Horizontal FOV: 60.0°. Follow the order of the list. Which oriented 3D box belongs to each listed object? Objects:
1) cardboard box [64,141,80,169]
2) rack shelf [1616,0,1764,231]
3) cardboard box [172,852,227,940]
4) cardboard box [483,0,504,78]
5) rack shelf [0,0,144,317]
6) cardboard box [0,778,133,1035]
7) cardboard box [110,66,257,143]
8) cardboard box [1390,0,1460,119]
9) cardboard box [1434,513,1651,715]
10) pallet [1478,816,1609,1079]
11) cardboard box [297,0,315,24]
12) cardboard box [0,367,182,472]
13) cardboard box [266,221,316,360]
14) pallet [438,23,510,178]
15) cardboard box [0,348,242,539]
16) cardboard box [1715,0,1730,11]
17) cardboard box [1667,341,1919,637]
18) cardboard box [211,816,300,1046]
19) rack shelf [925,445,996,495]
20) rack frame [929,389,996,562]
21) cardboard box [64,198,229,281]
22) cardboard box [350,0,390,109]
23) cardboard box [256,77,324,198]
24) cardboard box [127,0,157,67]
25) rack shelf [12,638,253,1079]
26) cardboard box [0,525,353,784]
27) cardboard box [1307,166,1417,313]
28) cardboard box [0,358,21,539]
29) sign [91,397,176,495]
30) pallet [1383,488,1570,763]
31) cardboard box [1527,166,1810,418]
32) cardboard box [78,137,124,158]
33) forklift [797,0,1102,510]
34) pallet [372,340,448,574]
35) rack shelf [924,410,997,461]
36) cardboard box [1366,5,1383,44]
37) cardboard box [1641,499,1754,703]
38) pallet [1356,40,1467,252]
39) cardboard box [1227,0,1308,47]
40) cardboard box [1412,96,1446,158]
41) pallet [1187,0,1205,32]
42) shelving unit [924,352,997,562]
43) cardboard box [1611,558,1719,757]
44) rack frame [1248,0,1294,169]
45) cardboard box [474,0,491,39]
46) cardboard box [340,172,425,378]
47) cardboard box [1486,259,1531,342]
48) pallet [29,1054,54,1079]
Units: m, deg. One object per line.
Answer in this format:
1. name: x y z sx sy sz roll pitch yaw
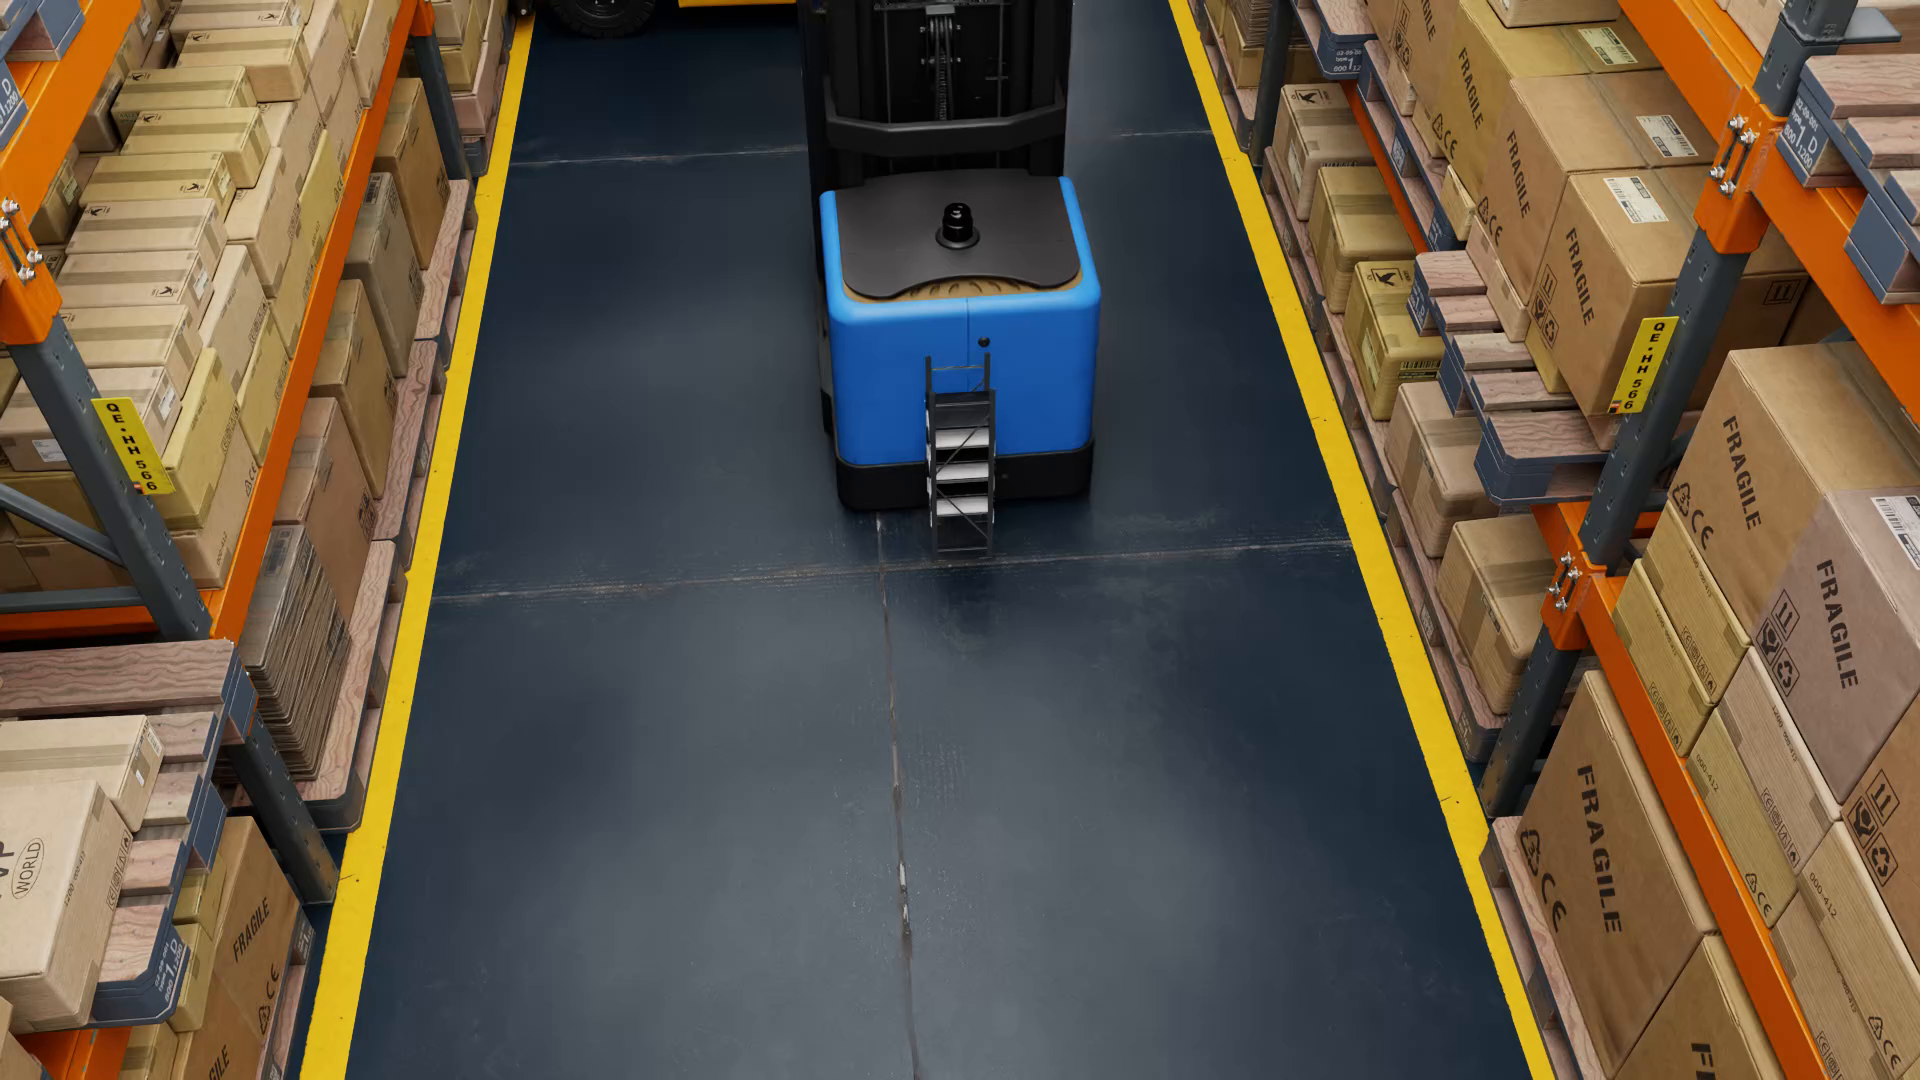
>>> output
1. cardboard box: -3.070 -1.217 5.321 0.380 0.149 0.250 -4 47 -4
2. rack shelf: 2.170 -2.356 5.345 1.077 0.370 4.000 -3 47 -3
3. cardboard box: -2.315 1.013 4.710 0.380 0.149 0.250 -6 47 -5
4. cardboard box: -2.712 -2.650 8.799 0.500 0.250 0.500 -4 47 -4
5. rack shelf: -2.776 -2.052 5.057 1.077 0.370 4.000 -3 47 -3
6. cardboard box: -2.198 0.830 3.712 0.500 0.250 0.500 -5 47 -5
7. cardboard box: -2.578 -1.442 5.534 0.380 0.149 0.250 -3 47 -3
8. cardboard box: 1.880 -1.852 5.875 0.500 0.500 0.500 -5 47 -5
9. cardboard box: 2.300 0.225 5.992 0.950 0.372 0.625 -6 47 -6
10. pallet: 2.328 1.409 5.270 1.003 0.211 1.213 -3 47 -3
11. cardboard box: -2.572 -1.997 6.060 0.380 0.149 0.250 -4 47 -4
12. cardboard box: -2.342 -0.327 4.478 0.380 0.149 0.250 -2 47 -2
13. cardboard box: -2.489 -0.842 5.584 0.500 0.250 0.500 -5 47 -5
14. pallet: -2.968 -2.334 8.815 1.003 0.211 1.213 -3 47 -3
15. cardboard box: -2.377 -0.278 4.707 0.500 0.250 0.500 -4 47 -3
16. cardboard box: 2.073 -1.465 4.178 0.380 0.149 0.250 -3 47 -3
17. cardboard box: 2.135 -0.132 4.051 0.500 0.500 0.500 -5 47 -5
18. cardboard box: -2.359 1.187 4.992 0.500 0.500 0.500 -2 47 -2
19. rack shelf: 0.001 -0.281 6.442 0.258 0.077 0.200 -3 47 -3
20. rack frame: 0.009 -0.230 6.348 0.240 0.900 0.006 -3 47 -3
21. cardboard box: -2.447 -0.892 5.014 0.380 0.149 0.250 -3 47 -3
22. cardboard box: -2.593 -1.951 6.635 0.500 0.250 0.500 -4 47 -4
23. cardboard box: -2.537 -1.387 5.757 0.500 0.250 0.500 -3 47 -3
24. cardboard box: -3.074 -1.779 5.853 0.380 0.149 0.250 -4 47 -4
25. rack shelf: -2.441 1.874 3.405 1.077 0.370 4.000 -3 47 -3
26. cardboard box: -2.647 0.399 5.652 0.875 0.625 0.625 -2 47 -2
27. cardboard box: 2.113 -1.361 7.493 0.950 0.372 0.625 -1 47 -1
28. cardboard box: -2.923 -0.249 4.679 0.500 0.250 0.500 -3 47 -2
29. sign: -2.068 -0.231 4.160 0.100 0.325 0.005 -3 47 -3
30. pallet: 2.274 0.268 6.351 1.003 0.211 1.213 -3 47 -3
31. cardboard box: 2.022 -0.718 4.801 0.500 0.500 0.500 -5 47 -4
32. cardboard box: -3.041 -1.346 5.718 0.500 0.250 0.500 -4 47 -4
33. forklift: -0.126 -2.207 6.821 1.130 2.935 3.031 -4 47 -4
34. pallet: -2.737 -0.340 6.927 1.003 0.211 1.213 -3 47 -3
35. rack shelf: 0.001 -0.404 6.311 0.258 0.077 0.200 -3 47 -3
36. cardboard box: 1.826 -2.088 6.545 0.380 0.149 0.250 -3 47 -3
37. cardboard box: 2.134 0.136 4.314 0.500 0.250 0.500 -4 47 -4
38. pallet: 2.131 -1.489 6.226 1.003 0.211 1.213 -3 47 -3
39. cardboard box: 1.686 -2.888 8.507 0.500 0.500 0.500 -4 47 -4
40. cardboard box: 1.867 -1.522 6.010 0.380 0.149 0.250 -5 47 -5
41. pallet: 1.806 -3.429 9.852 1.003 0.211 1.213 -3 47 -3
42. shelving unit: 0.001 -0.304 6.418 0.258 0.900 0.210 -3 47 -3
43. cardboard box: 2.128 0.296 4.507 0.500 0.250 0.500 -4 47 -4
44. rack frame: 2.003 -3.019 7.543 1.000 3.000 0.127 -3 47 -3
45. cardboard box: -2.720 -2.819 8.614 0.500 0.250 0.500 -4 47 -4
46. cardboard box: -2.831 -1.104 7.076 0.875 0.625 0.625 -4 47 -4
47. cardboard box: 1.915 -0.775 5.302 0.380 0.149 0.250 -4 47 -4
48. pallet: -2.441 1.652 3.252 1.003 0.211 1.213 -3 47 -3
